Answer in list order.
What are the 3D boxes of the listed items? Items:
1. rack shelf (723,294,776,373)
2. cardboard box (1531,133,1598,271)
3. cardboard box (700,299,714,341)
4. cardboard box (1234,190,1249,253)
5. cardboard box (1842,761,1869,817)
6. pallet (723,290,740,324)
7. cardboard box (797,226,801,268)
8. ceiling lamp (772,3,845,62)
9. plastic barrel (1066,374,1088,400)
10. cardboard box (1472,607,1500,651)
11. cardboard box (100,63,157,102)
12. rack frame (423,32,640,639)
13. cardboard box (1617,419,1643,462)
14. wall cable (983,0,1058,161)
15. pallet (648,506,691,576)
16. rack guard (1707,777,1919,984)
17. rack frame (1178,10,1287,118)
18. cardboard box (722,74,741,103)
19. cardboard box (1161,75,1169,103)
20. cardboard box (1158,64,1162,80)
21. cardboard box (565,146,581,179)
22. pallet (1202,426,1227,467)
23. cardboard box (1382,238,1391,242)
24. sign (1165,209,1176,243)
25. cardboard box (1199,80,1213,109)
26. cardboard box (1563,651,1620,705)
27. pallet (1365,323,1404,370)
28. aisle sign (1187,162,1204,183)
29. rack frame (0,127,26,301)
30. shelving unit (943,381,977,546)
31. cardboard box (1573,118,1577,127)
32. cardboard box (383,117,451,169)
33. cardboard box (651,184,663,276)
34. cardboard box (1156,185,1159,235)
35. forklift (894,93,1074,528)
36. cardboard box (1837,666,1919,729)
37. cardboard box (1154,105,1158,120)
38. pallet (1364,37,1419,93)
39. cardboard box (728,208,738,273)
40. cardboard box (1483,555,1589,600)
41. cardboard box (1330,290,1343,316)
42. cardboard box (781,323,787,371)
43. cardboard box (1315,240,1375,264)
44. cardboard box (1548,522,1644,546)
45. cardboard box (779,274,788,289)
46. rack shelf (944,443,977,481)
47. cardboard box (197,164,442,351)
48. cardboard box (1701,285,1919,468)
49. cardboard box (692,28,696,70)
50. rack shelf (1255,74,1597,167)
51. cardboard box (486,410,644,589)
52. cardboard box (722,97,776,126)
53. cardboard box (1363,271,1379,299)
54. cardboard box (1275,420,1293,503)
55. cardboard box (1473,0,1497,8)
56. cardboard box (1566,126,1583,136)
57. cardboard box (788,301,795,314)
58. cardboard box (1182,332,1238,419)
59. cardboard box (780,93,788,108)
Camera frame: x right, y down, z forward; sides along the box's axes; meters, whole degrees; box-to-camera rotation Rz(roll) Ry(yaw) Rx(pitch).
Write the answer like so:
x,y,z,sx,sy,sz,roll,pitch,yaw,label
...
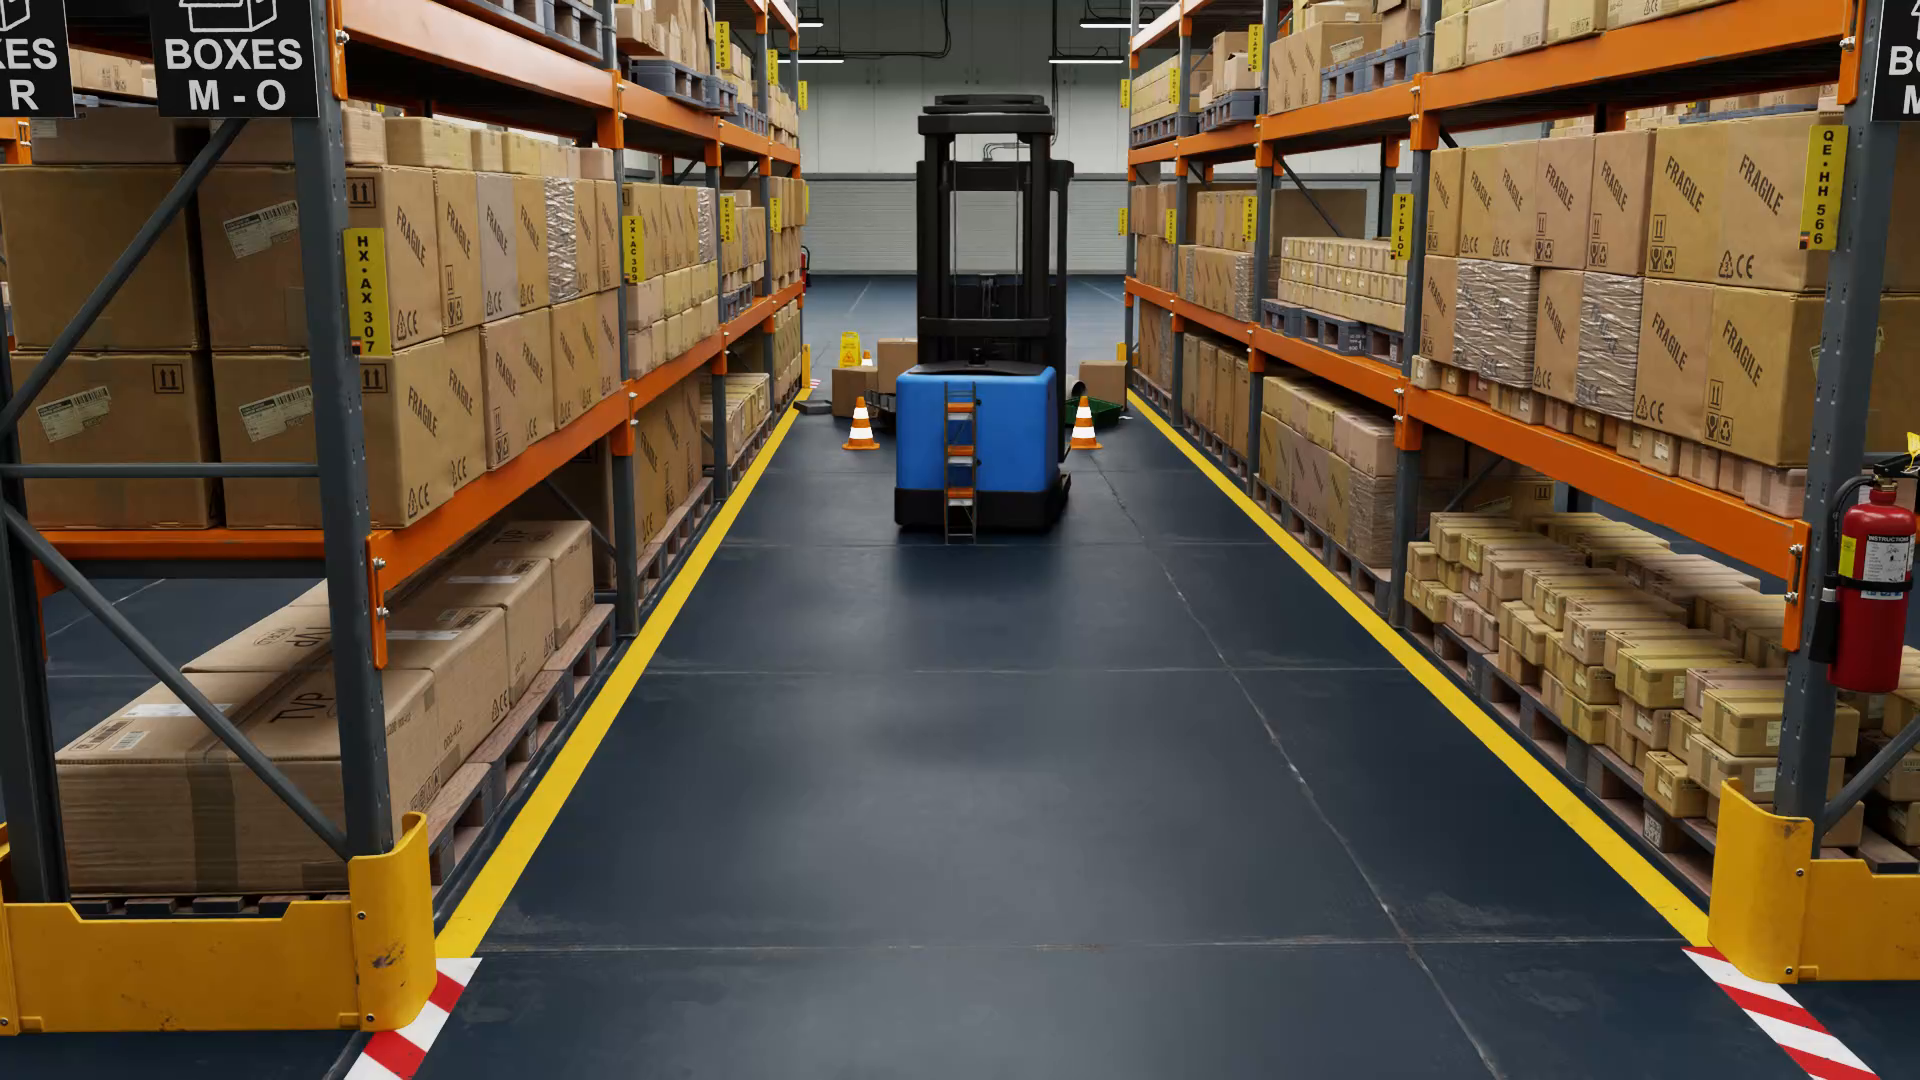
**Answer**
x,y,z,sx,sy,sz,roll,pitch,yaw,label
-2.292,-1.811,14.252,1.077,0.370,4.000,0,11,-1,rack shelf
2.559,-1.300,6.410,0.500,0.500,0.500,-1,11,-3,cardboard box
-1.954,-1.492,11.245,0.500,0.250,0.500,0,11,0,cardboard box
2.673,-2.638,13.749,0.700,0.500,0.500,0,11,-2,cardboard box
3.084,0.818,5.598,0.380,0.149,0.250,0,11,-1,cardboard box
-2.372,-1.814,12.936,1.213,0.211,1.003,0,11,-1,pallet
-2.129,-3.445,19.494,0.500,0.500,0.500,0,11,-2,cardboard box
-4.057,-14.209,43.783,2.000,3.185,0.800,0,11,-1,ceiling lamp
1.057,-1.558,17.676,0.512,0.421,0.421,9,15,38,plastic barrel
2.583,0.406,7.629,0.380,0.149,0.250,0,11,-2,cardboard box
-7.021,-3.926,14.239,0.500,0.311,0.500,-1,11,-3,cardboard box
-2.168,-0.971,8.302,1.000,3.000,0.127,0,11,-1,rack frame
2.580,-0.359,5.919,0.380,0.149,0.250,-1,11,-4,cardboard box
1.868,-14.390,50.805,2.305,6.003,0.169,0,11,-1,wall cable
-2.287,-0.001,10.532,1.003,0.211,1.213,0,11,-1,pallet
2.860,0.993,4.905,1.175,0.500,0.348,0,11,-1,rack guard
2.614,-5.542,15.743,1.000,3.000,0.127,0,11,-1,rack frame
-2.161,-3.846,14.250,0.500,0.250,0.500,0,11,0,cardboard box
2.337,-4.596,16.948,0.500,0.250,0.500,0,11,-1,cardboard box
2.266,-4.867,17.280,0.380,0.149,0.250,0,11,-1,cardboard box
-1.946,-1.715,7.572,0.380,0.149,0.250,0,11,0,cardboard box
2.733,-0.839,14.664,1.003,0.211,1.213,0,11,-1,pallet
3.168,-2.035,11.627,0.380,0.149,0.250,0,11,-2,cardboard box
2.059,-3.062,16.233,0.100,0.325,0.005,0,11,-1,sign
2.377,-4.140,15.406,0.258,0.266,0.396,0,11,-2,cardboard box
2.529,0.519,6.321,0.380,0.149,0.250,0,11,0,cardboard box
2.909,-1.070,9.272,1.003,0.211,1.213,0,11,-1,pallet
2.830,-4.686,20.076,0.394,0.787,0.004,0,11,-1,aisle sign
-7.213,-1.745,12.117,1.000,3.000,0.127,0,11,-1,rack frame
0.001,-0.504,10.902,0.215,1.050,0.252,0,11,-1,shelving unit
7.304,-4.832,19.162,0.380,0.149,0.250,0,11,-2,cardboard box
-1.783,-1.209,5.074,0.380,0.149,0.250,0,11,1,cardboard box
-1.928,-1.700,9.127,0.500,0.500,0.500,0,11,-1,cardboard box
2.620,-3.600,18.167,0.875,0.550,0.500,0,11,-1,cardboard box
0.263,-1.759,12.357,1.130,2.935,3.031,2,12,7,forklift
3.065,0.523,5.552,0.380,0.149,0.250,0,11,0,cardboard box
2.259,-4.528,17.613,0.380,0.149,0.250,0,11,-2,cardboard box
2.873,-2.513,8.829,1.213,0.211,1.003,0,11,-1,pallet
-2.046,-2.361,13.096,0.500,0.500,0.500,0,11,2,cardboard box
2.532,0.165,7.318,0.380,0.149,0.250,0,11,0,cardboard box
2.537,-1.484,10.407,0.380,0.149,0.250,-1,11,-3,cardboard box
-2.098,-2.012,17.405,0.500,0.500,0.500,0,11,1,cardboard box
2.534,-1.880,10.859,0.380,0.149,0.250,0,11,1,cardboard box
3.092,0.008,8.091,0.380,0.149,0.250,0,11,0,cardboard box
-2.036,-2.757,17.734,0.380,0.149,0.250,0,11,-1,cardboard box
0.001,-0.494,10.904,0.215,0.259,0.240,0,11,-1,rack shelf
-1.810,-0.812,4.749,0.500,0.500,0.500,0,11,-2,cardboard box
2.595,-0.500,4.977,0.500,0.500,0.500,0,11,0,cardboard box
-1.872,-3.104,10.552,0.396,0.266,0.258,-1,11,-3,cardboard box
2.738,-2.527,10.234,1.077,0.370,4.000,0,11,-1,rack shelf
-2.261,-0.259,9.077,0.875,0.875,0.875,0,11,1,cardboard box
-2.068,-4.192,16.264,0.500,0.250,0.500,0,11,-2,cardboard box
2.555,-1.474,9.610,0.380,0.149,0.250,-1,11,-3,cardboard box
2.470,-0.546,11.436,0.500,0.500,0.500,0,11,0,cardboard box
2.555,-2.457,7.203,0.500,0.250,0.500,0,11,-1,cardboard box
7.261,-4.594,18.994,0.500,0.250,0.500,0,11,-2,cardboard box
-2.062,-2.619,18.768,0.380,0.149,0.250,0,11,0,cardboard box
2.717,-1.582,15.915,1.050,0.750,0.750,0,11,-1,cardboard box
-2.048,-4.724,17.880,0.380,0.149,0.250,0,11,0,cardboard box
